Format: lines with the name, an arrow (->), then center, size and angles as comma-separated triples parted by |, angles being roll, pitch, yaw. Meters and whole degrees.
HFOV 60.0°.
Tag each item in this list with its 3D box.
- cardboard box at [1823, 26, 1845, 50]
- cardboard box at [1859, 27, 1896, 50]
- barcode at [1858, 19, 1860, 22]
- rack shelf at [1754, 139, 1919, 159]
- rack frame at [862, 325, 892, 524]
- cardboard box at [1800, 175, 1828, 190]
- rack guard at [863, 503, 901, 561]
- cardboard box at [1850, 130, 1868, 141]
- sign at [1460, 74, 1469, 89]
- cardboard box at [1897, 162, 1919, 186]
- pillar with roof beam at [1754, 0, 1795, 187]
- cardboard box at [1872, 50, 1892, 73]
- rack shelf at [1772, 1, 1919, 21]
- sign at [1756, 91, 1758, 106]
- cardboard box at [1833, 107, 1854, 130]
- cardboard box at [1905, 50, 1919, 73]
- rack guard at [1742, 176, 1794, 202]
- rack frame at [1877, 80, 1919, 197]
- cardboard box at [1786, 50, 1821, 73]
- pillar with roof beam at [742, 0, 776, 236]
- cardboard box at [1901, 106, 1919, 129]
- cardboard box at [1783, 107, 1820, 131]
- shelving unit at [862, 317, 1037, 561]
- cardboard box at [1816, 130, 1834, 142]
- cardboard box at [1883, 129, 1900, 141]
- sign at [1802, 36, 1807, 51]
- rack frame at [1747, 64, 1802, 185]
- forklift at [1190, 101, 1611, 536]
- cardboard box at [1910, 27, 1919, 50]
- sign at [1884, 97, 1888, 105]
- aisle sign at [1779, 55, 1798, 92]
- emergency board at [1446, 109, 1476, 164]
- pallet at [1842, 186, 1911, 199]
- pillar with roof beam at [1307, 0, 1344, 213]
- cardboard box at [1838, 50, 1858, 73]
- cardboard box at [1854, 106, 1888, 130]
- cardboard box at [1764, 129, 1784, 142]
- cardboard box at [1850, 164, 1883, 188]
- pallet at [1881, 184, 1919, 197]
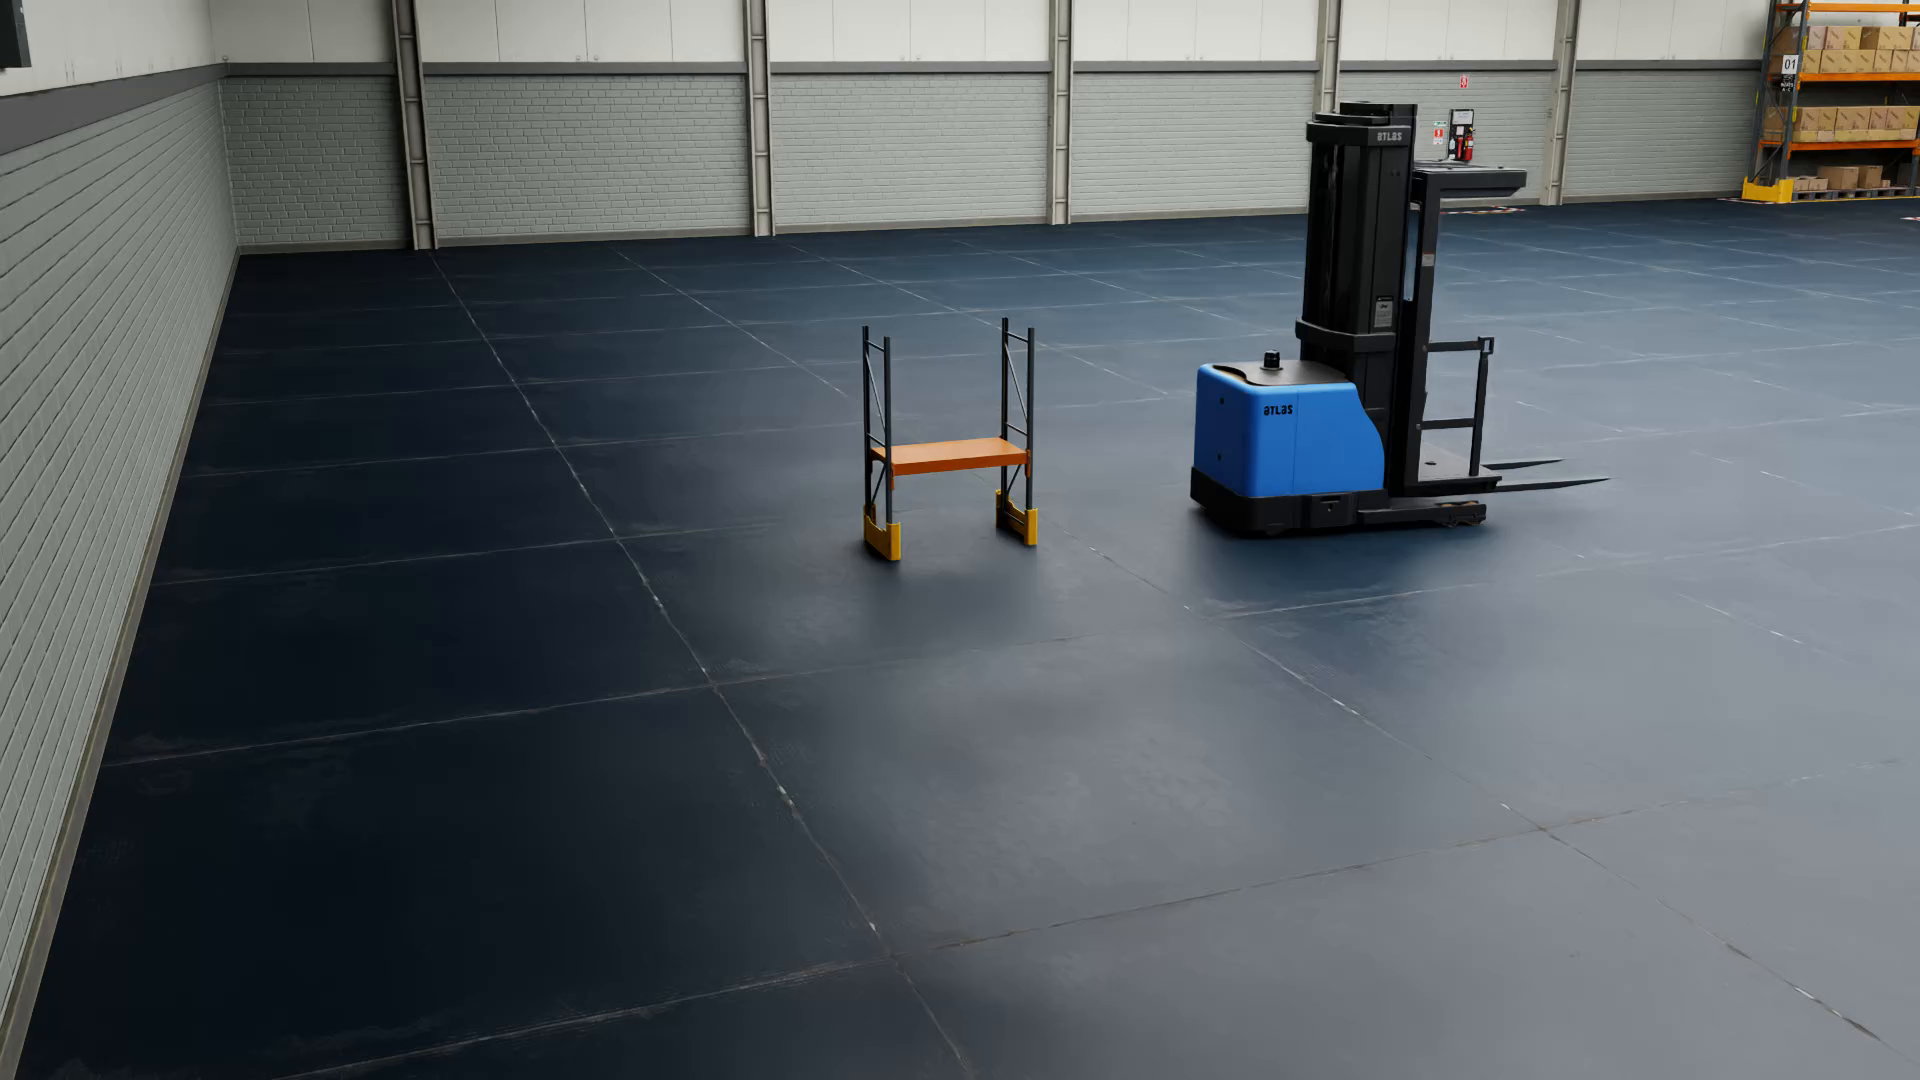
cardboard box -> 19.342, -11.210, 37.138 | 0.500, 0.500, 0.500 | -6, 18, -21
cardboard box -> 20.782, -11.366, 37.669 | 0.500, 0.500, 0.500 | -7, 18, -22
barcode -> 20.693, -11.949, 38.268 | 0.075, 0.075, 0.001 | -6, 17, -20
rack shelf -> 20.277, -9.078, 38.465 | 4.000, 0.370, 1.077 | -6, 17, -20
rack frame -> -0.554, -0.660, 11.183 | 0.032, 1.500, 0.500 | -6, 17, -20
cardboard box -> 19.620, -8.246, 38.347 | 0.500, 0.311, 0.500 | -5, 17, -15
rack guard -> -0.536, -0.062, 11.366 | 0.087, 0.250, 0.587 | -6, 17, -20
cardboard box -> 20.409, -9.281, 38.111 | 0.500, 0.250, 0.500 | -6, 17, -20
sign -> 10.786, -9.813, 35.578 | 0.199, 0.298, 0.001 | -6, 17, -20
cardboard box -> 22.826, -8.715, 39.608 | 0.500, 0.500, 0.700 | -6, 17, -18
pillar with roof beam -> 20.294, -11.266, 33.990 | 0.400, 9.000, 9.100 | -6, 17, -20
cardboard box -> 20.781, -10.892, 37.830 | 0.500, 0.500, 0.500 | -7, 18, -22
rack shelf -> 20.277, -11.955, 37.620 | 4.000, 0.370, 1.077 | -6, 17, -20
sign -> 18.229, -10.077, 37.974 | 0.005, 0.325, 0.100 | -6, 17, -20
cardboard box -> 19.912, -9.586, 37.817 | 0.500, 0.500, 0.500 | -7, 18, -22
cardboard box -> 21.759, -11.006, 38.215 | 0.500, 0.500, 0.500 | -6, 17, -19
rack guard -> 18.480, -8.030, 38.056 | 0.348, 0.500, 1.175 | -6, 17, -20
rack frame -> 22.144, -9.625, 39.051 | 0.127, 3.000, 1.000 | -6, 17, -20
cardboard box -> 18.811, -10.686, 37.128 | 0.500, 0.500, 0.500 | -6, 17, -19
pillar with roof beam -> -2.117, -8.846, 25.750 | 0.400, 9.000, 9.100 | -6, 17, -20
cardboard box -> 21.814, -9.793, 38.524 | 0.500, 0.500, 0.500 | -6, 17, -20
cardboard box -> 18.963, -9.488, 37.484 | 0.500, 0.500, 0.500 | -6, 17, -20
shelving unit -> -0.071, -0.712, 11.361 | 1.083, 1.500, 0.587 | -6, 17, -20
cardboard box -> 19.458, -9.181, 37.770 | 0.500, 0.250, 0.500 | -7, 18, -22
cardboard box -> 21.342, -9.387, 38.471 | 0.500, 0.250, 0.500 | -6, 17, -20
sign -> 18.604, -10.937, 36.645 | 0.005, 0.325, 0.100 | -6, 17, -20
rack frame -> 18.409, -9.222, 37.677 | 0.127, 3.000, 1.000 | -6, 17, -20
forklift -> 3.296, -1.639, 11.977 | 3.031, 2.935, 1.130 | -4, 17, -13
cardboard box -> 21.774, -11.480, 38.055 | 0.500, 0.500, 0.500 | -8, 18, -25
sign -> 21.942, -10.326, 39.383 | 0.005, 0.325, 0.100 | -6, 17, -20
aisle sign -> 18.449, -10.383, 37.017 | 0.004, 0.787, 0.394 | -6, 17, -20
emergency board -> 10.829, -8.676, 35.818 | 0.643, 1.169, 0.194 | -6, 17, -20
pallet -> 21.530, -8.210, 39.181 | 1.213, 0.211, 1.003 | -6, 17, -20
pillar with roof beam -> 9.088, -10.056, 29.870 | 0.400, 9.000, 9.100 | -6, 17, -20
cardboard box -> 19.809, -10.785, 37.463 | 0.500, 0.500, 0.500 | -5, 17, -18
cardboard box -> 20.875, -9.694, 38.184 | 0.500, 0.500, 0.500 | -7, 18, -22
cardboard box -> 18.776, -9.257, 38.030 | 0.500, 0.250, 0.500 | -6, 17, -19
cardboard box -> 21.190, -8.521, 38.949 | 0.500, 0.500, 0.500 | -8, 18, -24
pallet -> 22.871, -8.366, 39.712 | 1.213, 0.211, 1.003 | -6, 17, -20
